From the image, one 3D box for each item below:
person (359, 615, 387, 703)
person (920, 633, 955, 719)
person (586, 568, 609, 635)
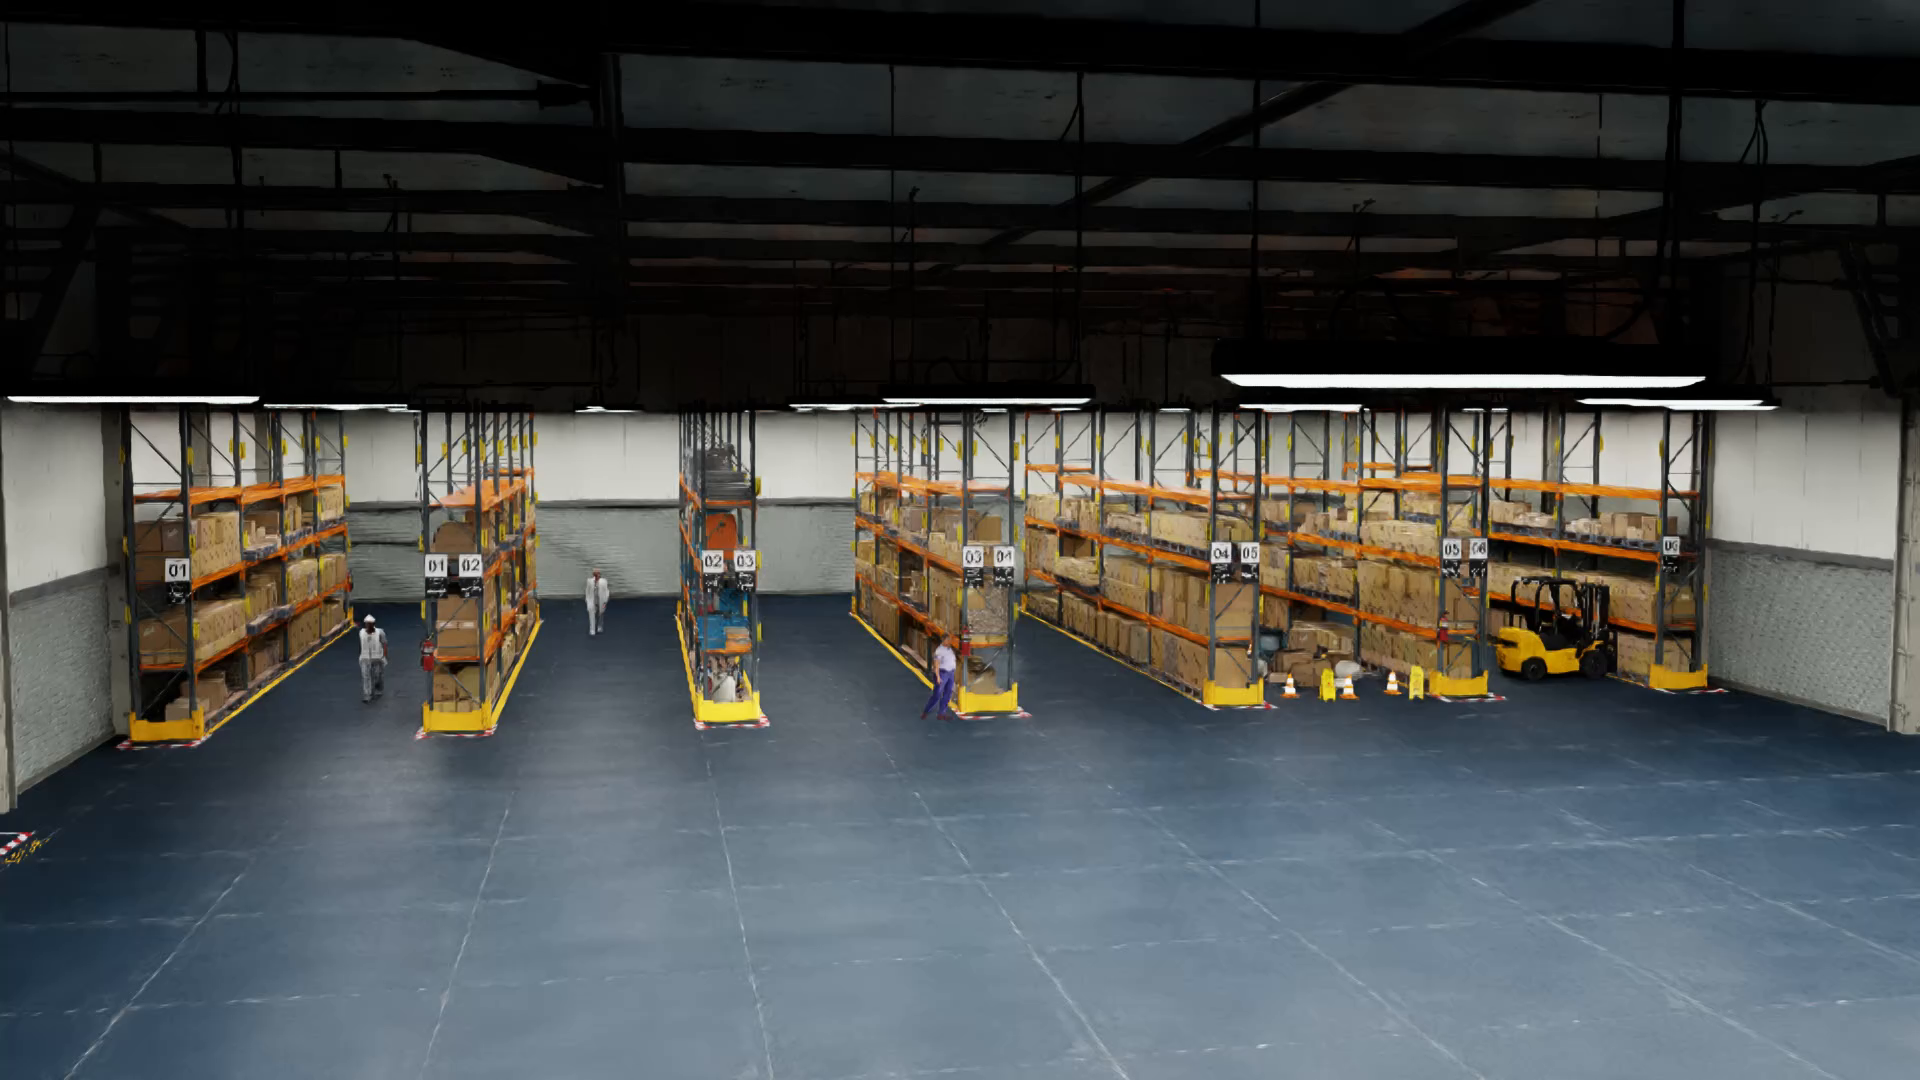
[{"bbox_3d":[-11.744,2.350,33.240,0.579,1.732,1.042,-1,4,-12],"label":"person"},{"bbox_3d":[-0.412,2.564,31.140,0.515,1.628,0.679,3,5,37],"label":"person"},{"bbox_3d":[-9.450,1.584,43.305,0.589,1.697,1.175,-1,4,-13],"label":"person"}]
